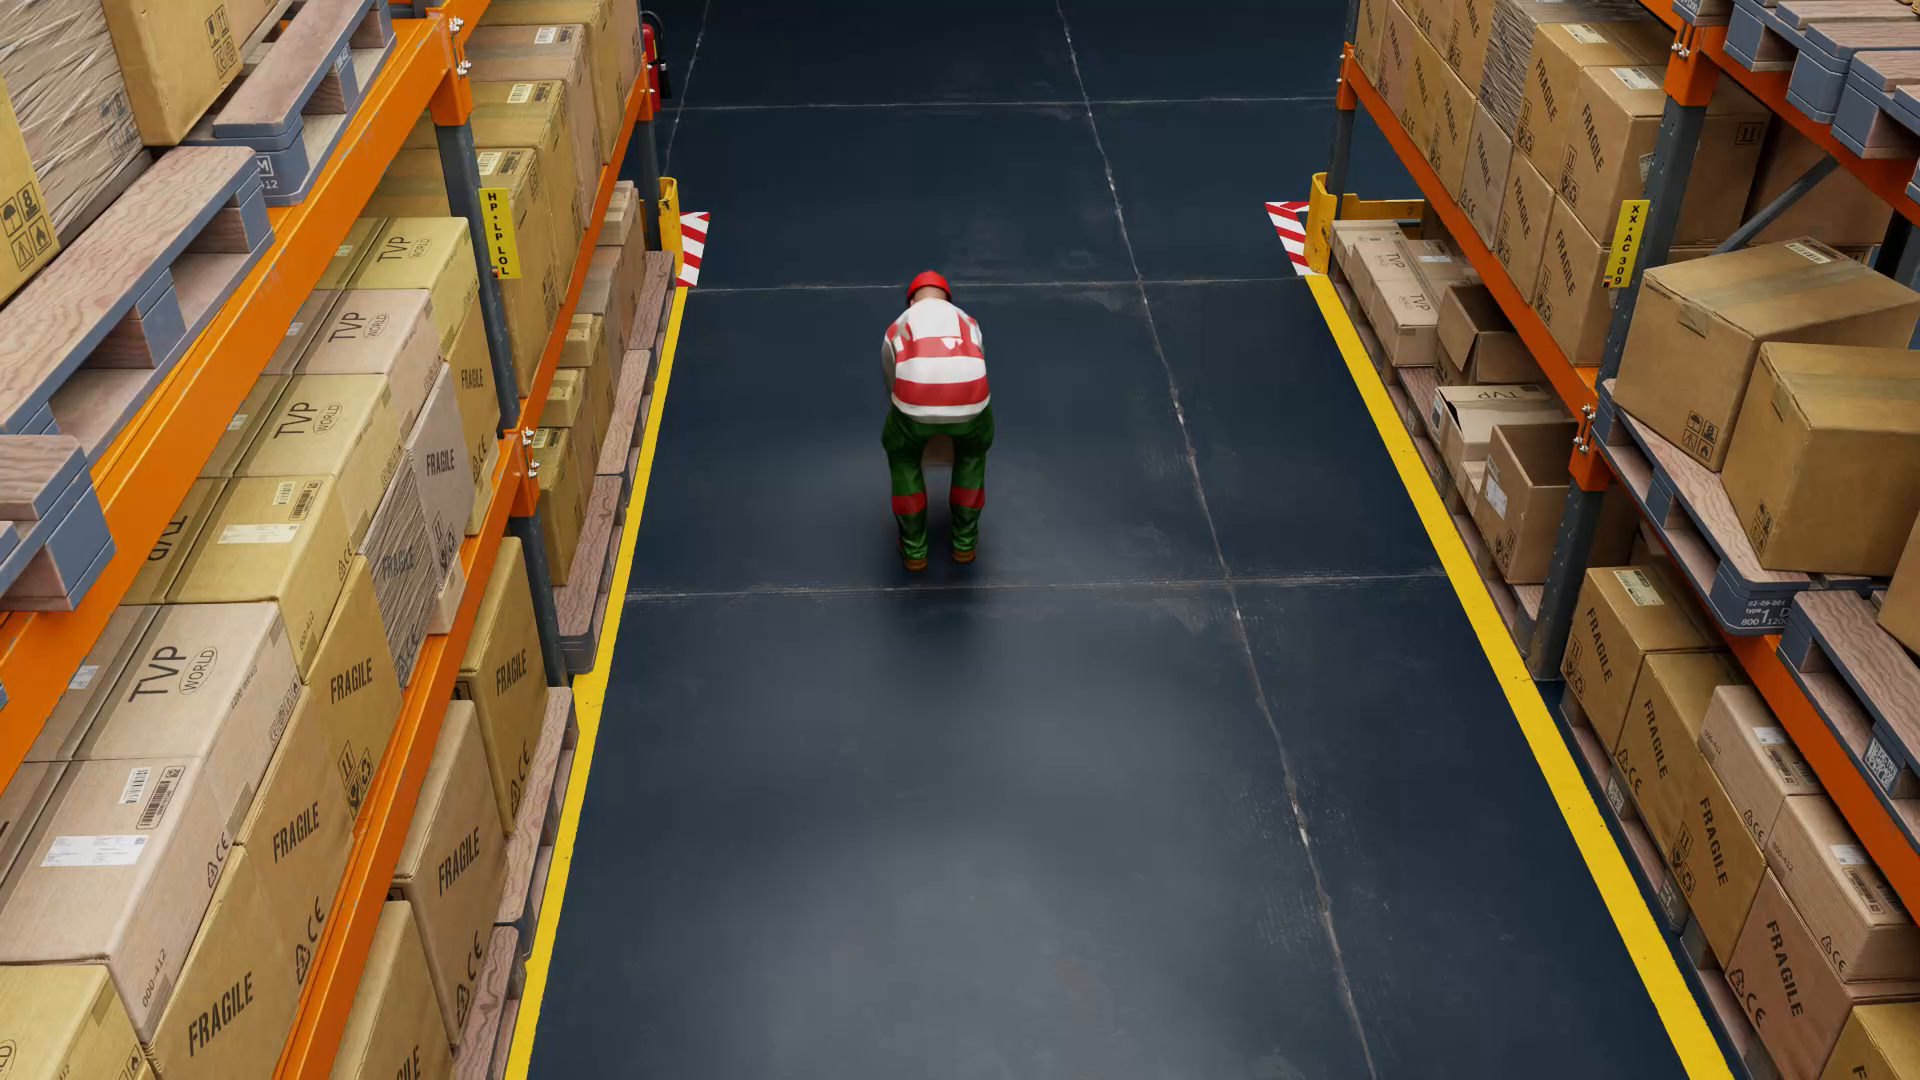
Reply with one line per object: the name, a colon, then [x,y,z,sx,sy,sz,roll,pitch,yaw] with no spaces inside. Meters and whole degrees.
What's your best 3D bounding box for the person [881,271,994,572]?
person: [-0.111,-0.527,7.451,0.495,1.129,0.962,-3,35,-4]
